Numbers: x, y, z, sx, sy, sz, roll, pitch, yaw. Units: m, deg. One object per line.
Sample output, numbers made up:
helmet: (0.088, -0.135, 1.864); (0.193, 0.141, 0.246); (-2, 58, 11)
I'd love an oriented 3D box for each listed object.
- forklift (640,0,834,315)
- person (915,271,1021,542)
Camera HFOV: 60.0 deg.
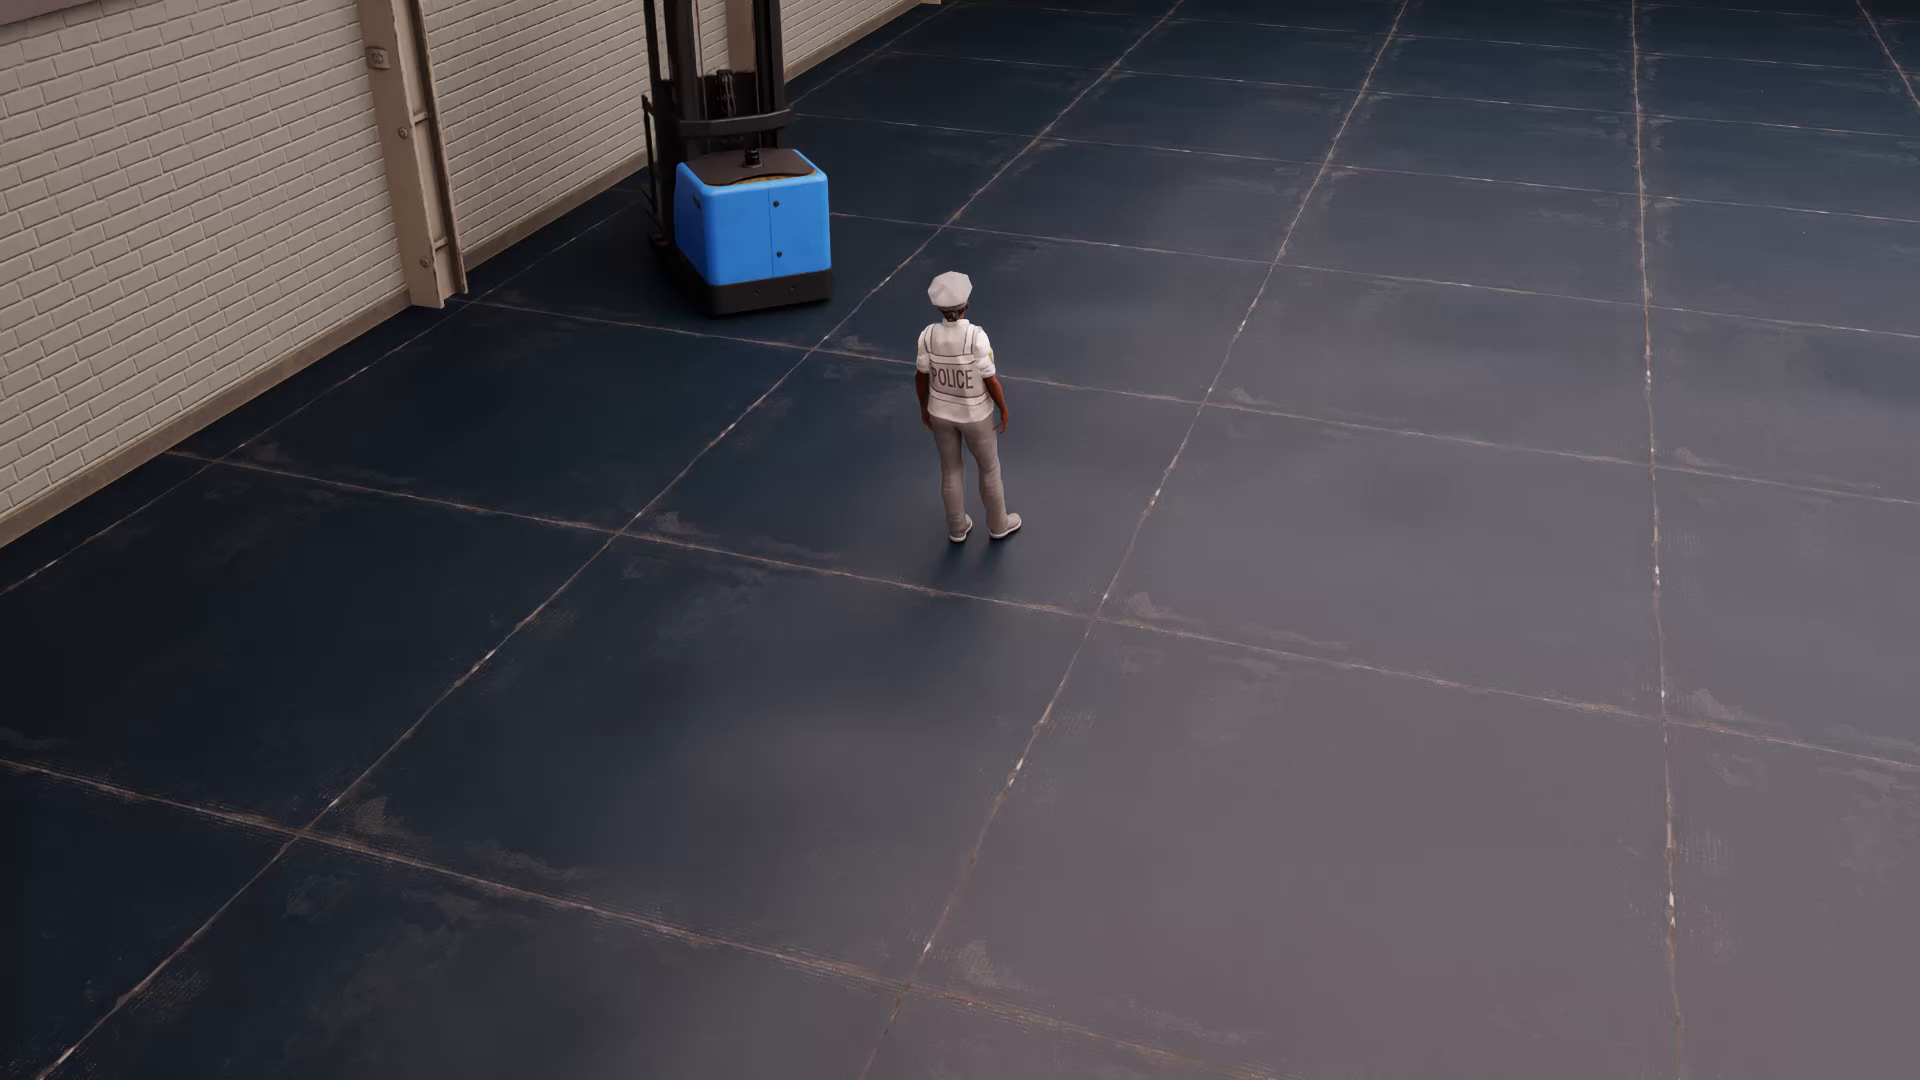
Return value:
forklift: (-2.061, -3.754, 13.722); (1.130, 2.935, 3.031); (-12, 32, -20)
person: (0.043, -0.775, 9.729); (0.569, 1.695, 0.528); (10, 31, 16)
